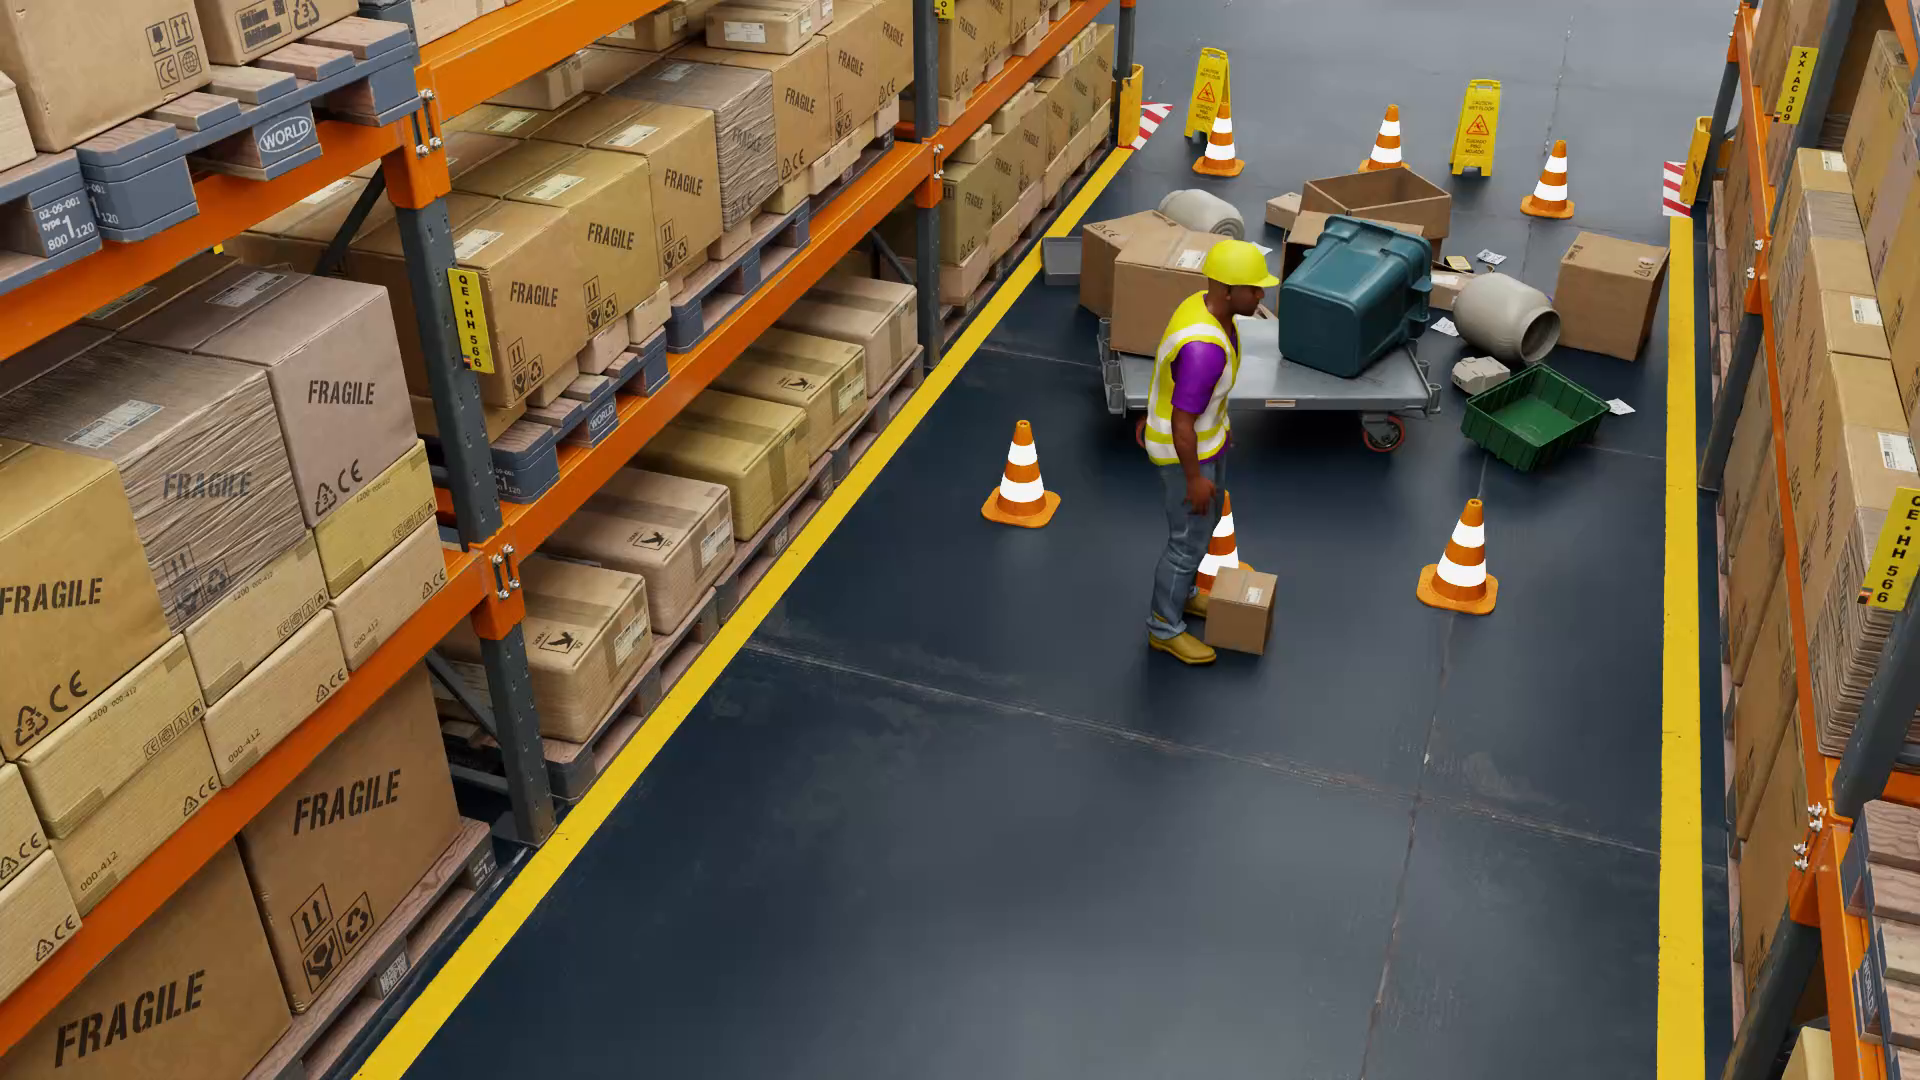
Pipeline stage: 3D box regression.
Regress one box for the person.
[{"bbox_3d":[0.977,-0.376,6.700,0.455,1.761,0.637,10,34,14],"label":"person"}]
